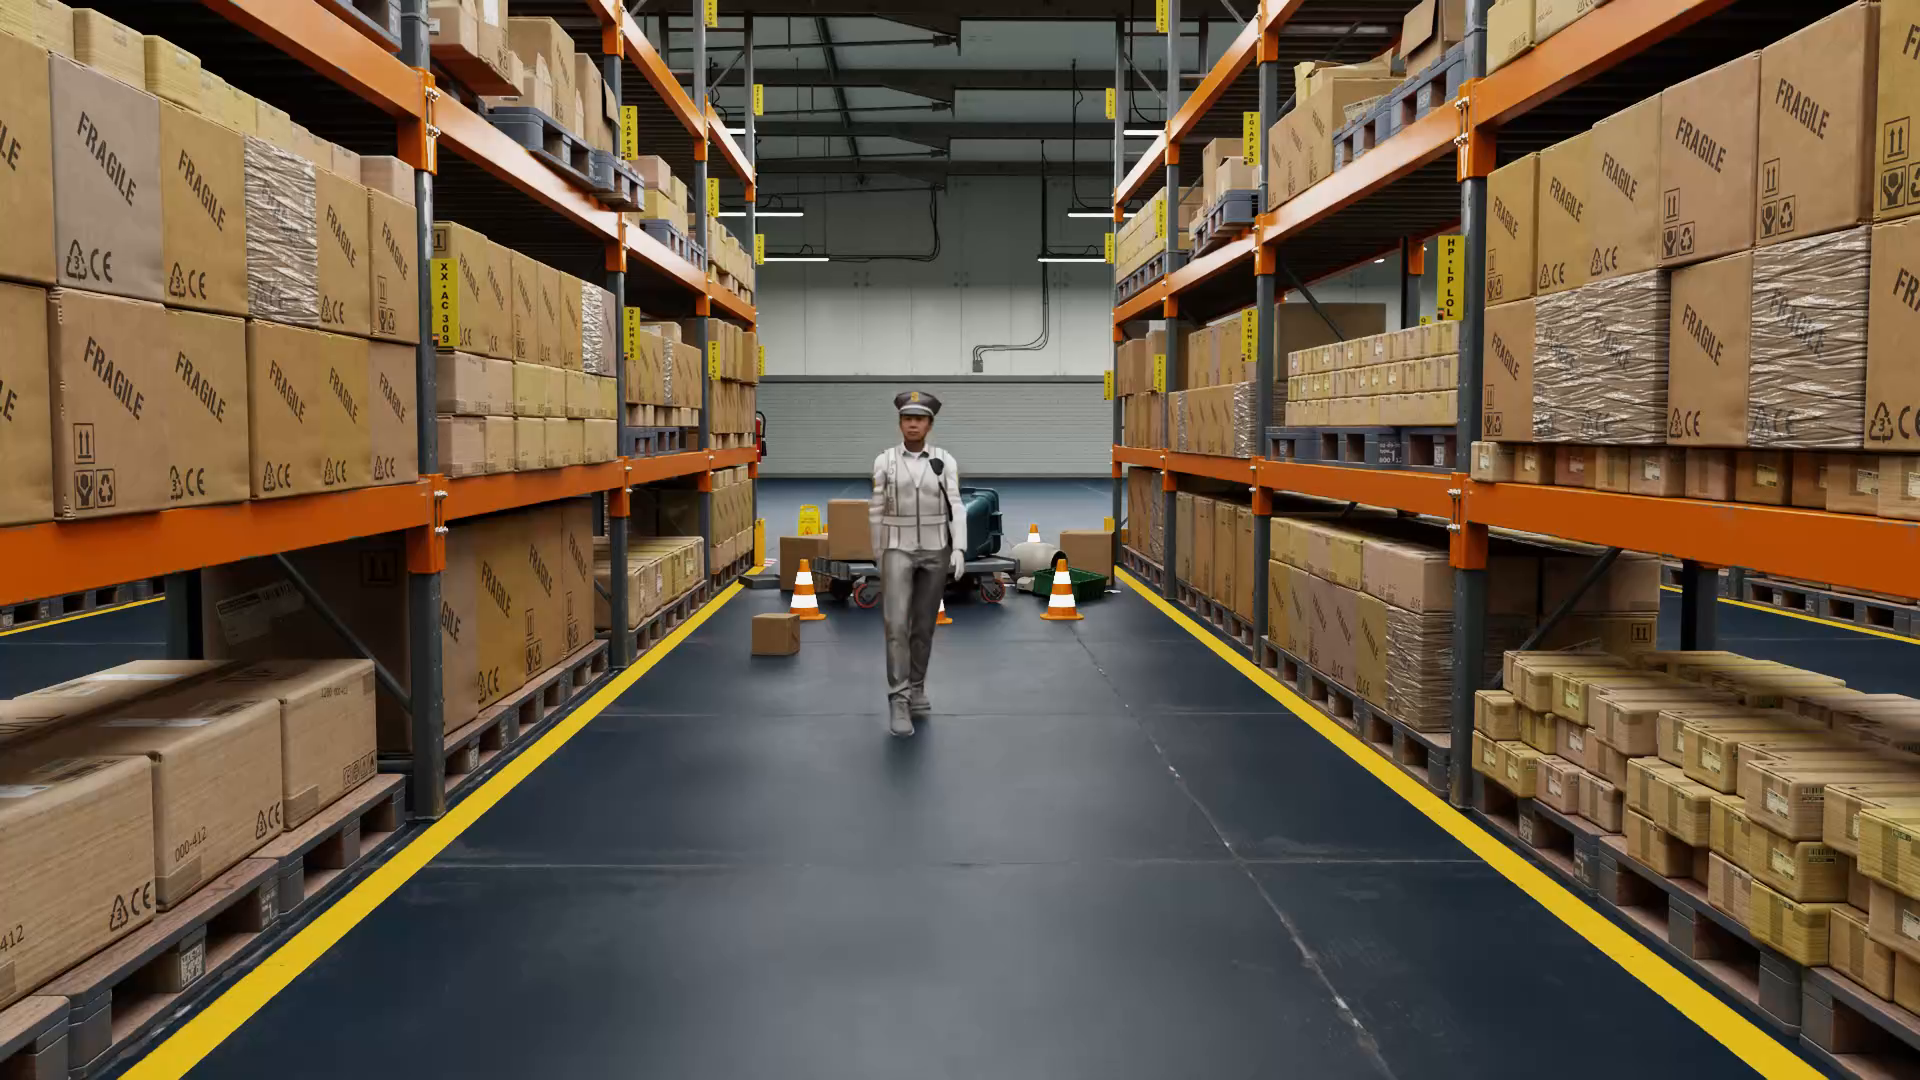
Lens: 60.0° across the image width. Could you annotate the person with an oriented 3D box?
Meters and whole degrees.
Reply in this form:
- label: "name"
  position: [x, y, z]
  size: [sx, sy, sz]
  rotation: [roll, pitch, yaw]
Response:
- label: "person"
  position: [-0.198, 0.090, 8.392]
  size: [0.488, 1.690, 0.822]
  rotation: [-1, 4, -9]
